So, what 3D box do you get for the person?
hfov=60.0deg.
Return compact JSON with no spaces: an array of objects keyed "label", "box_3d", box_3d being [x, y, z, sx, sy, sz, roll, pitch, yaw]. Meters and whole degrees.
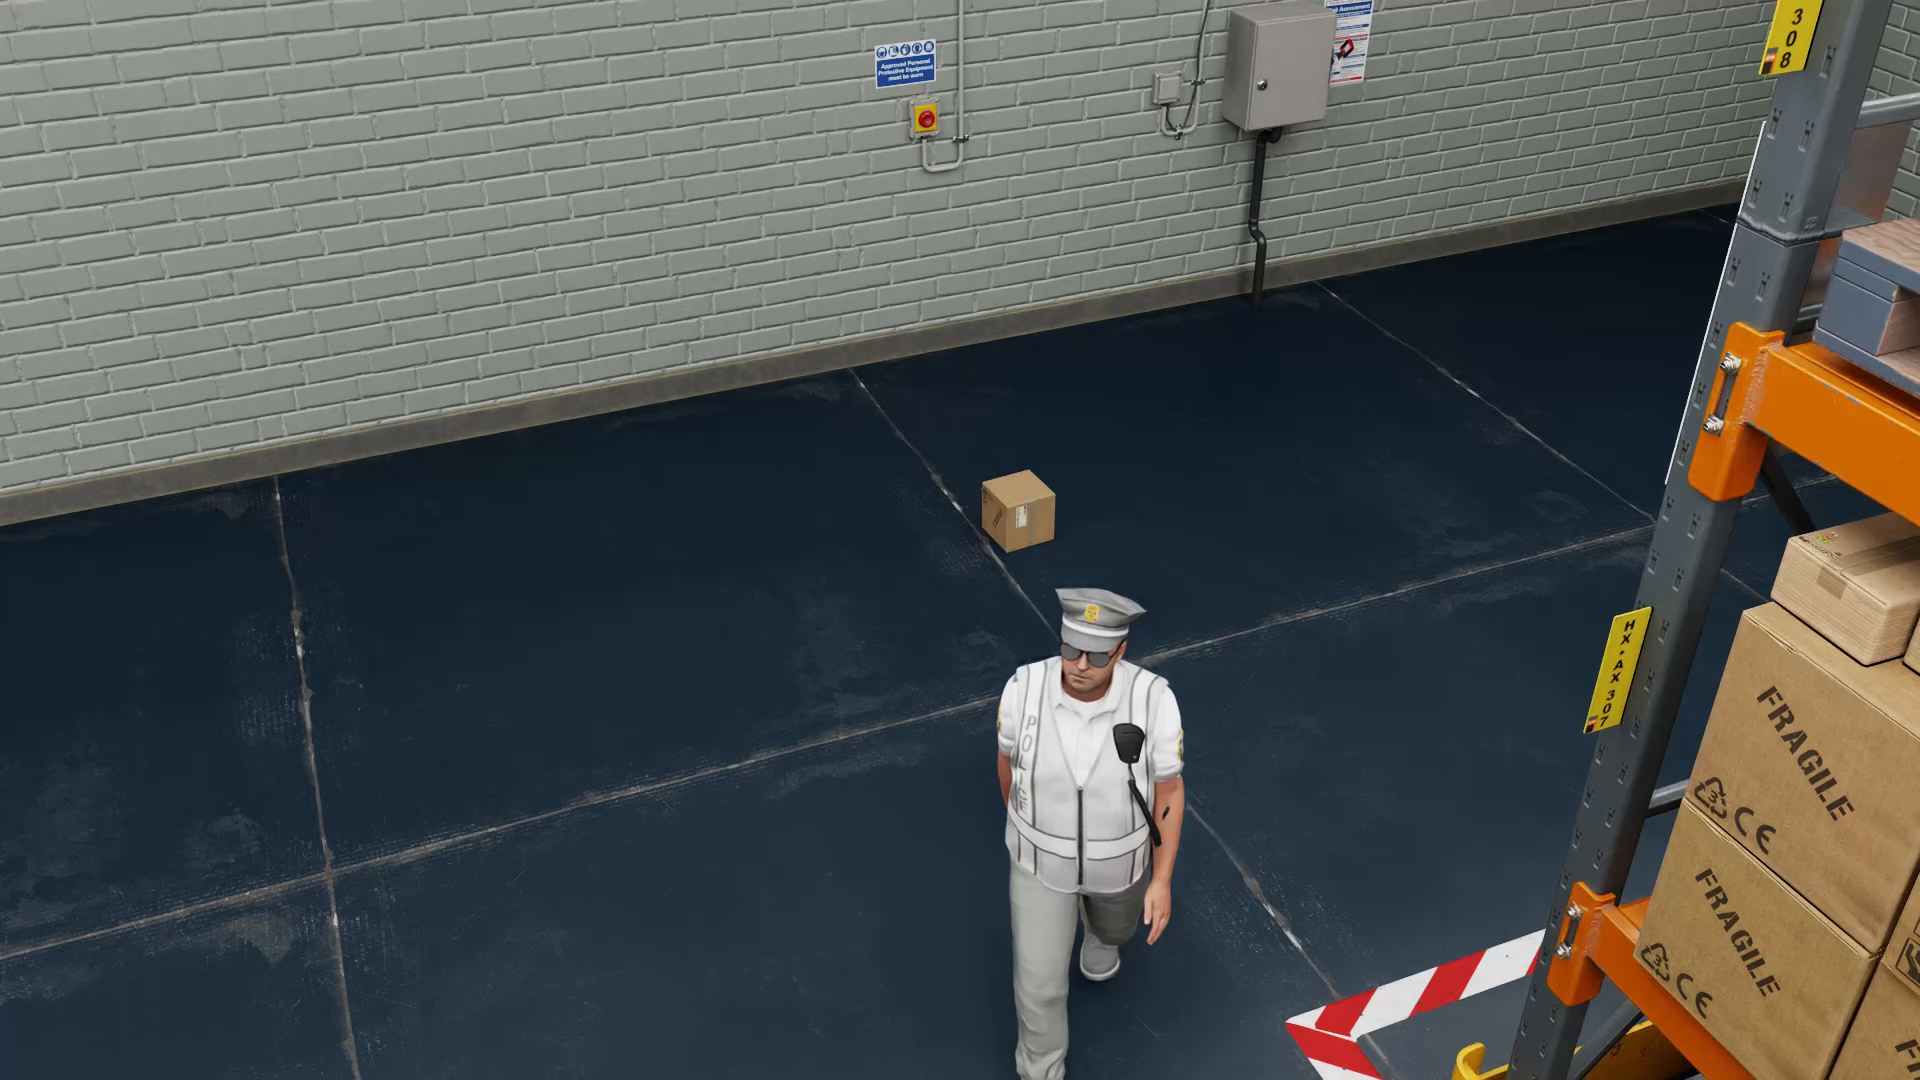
[{"label":"person","box_3d":[0.362,0.877,4.773,0.529,1.727,1.016,2,33,3]}]
